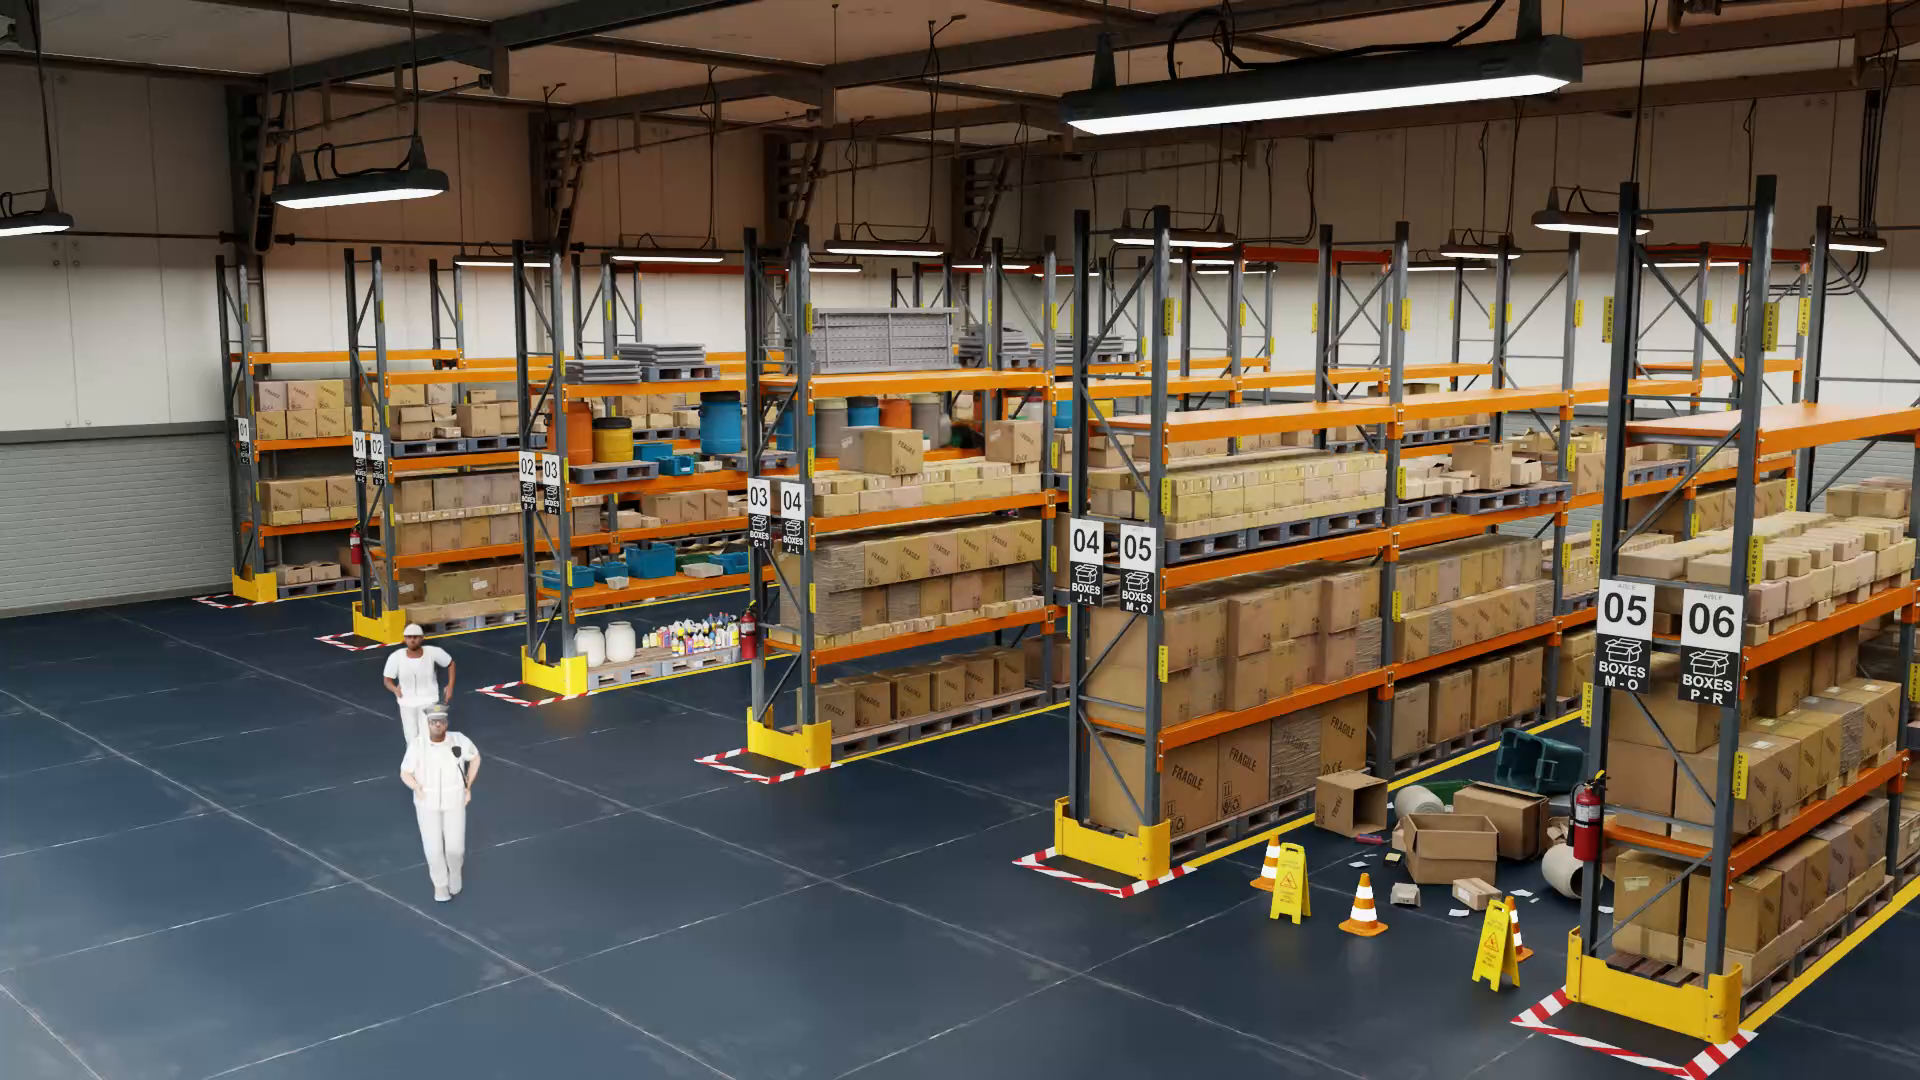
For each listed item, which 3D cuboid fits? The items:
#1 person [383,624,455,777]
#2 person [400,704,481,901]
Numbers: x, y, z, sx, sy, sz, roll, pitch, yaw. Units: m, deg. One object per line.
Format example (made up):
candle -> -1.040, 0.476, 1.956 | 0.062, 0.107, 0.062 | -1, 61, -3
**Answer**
person -> -5.826, 1.783, 17.924 | 0.724, 1.789, 0.695 | -1, 8, -10
person -> -4.479, 2.276, 14.392 | 0.672, 1.740, 0.577 | -3, 8, -18
